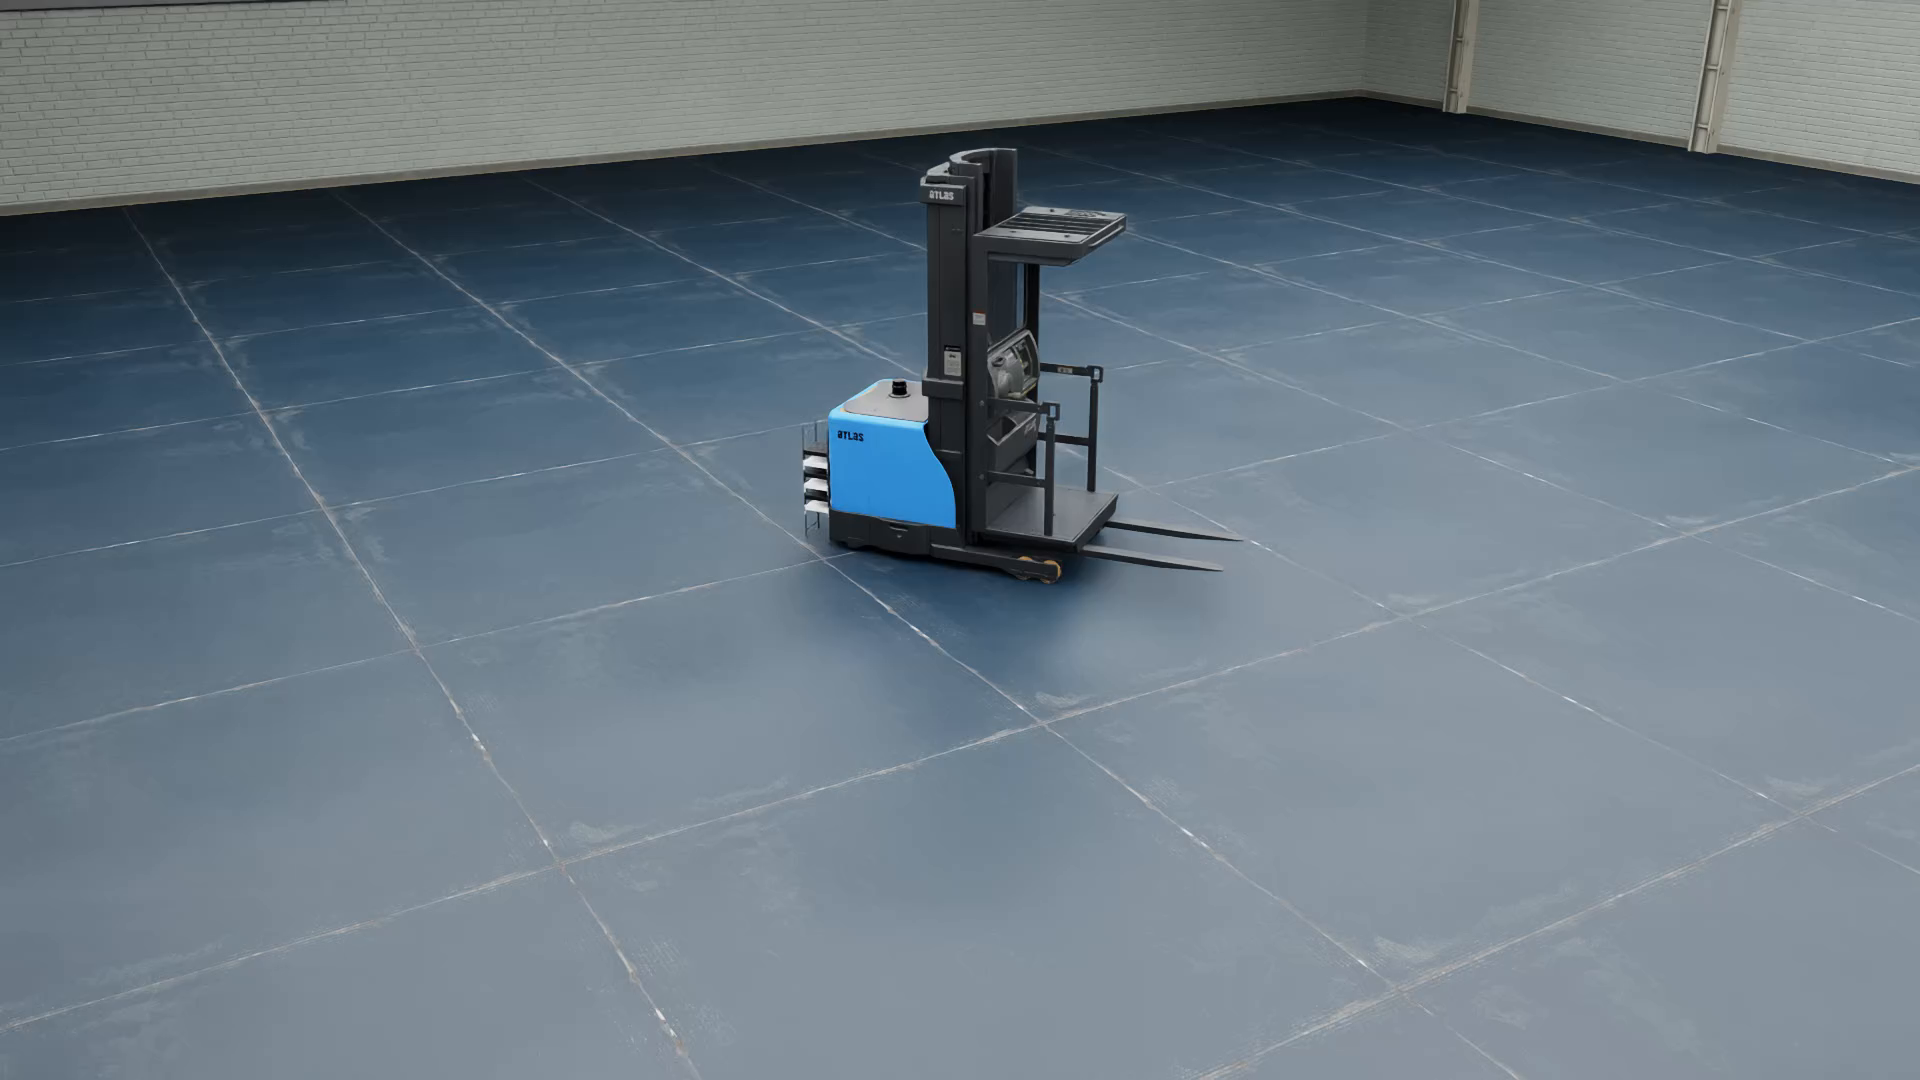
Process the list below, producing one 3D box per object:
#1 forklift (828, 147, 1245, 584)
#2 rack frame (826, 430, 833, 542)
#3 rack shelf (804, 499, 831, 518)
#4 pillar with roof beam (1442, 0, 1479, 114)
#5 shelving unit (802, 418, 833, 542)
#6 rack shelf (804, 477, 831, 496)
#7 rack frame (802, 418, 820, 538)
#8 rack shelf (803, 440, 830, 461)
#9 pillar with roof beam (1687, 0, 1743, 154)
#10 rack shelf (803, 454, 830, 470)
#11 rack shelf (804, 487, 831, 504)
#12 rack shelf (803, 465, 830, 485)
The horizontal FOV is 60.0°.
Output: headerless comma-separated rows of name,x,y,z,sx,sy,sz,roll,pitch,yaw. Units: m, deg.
forklift,0.576,-1.269,12.041,3.031,2.935,1.130,9,24,21
rack frame,-0.956,-0.443,12.706,0.006,0.900,0.240,9,24,20
rack shelf,-1.052,-0.260,12.821,0.200,0.077,0.258,9,24,20
pillar with roof beam,6.680,-12.320,31.171,9.100,9.000,0.400,-13,25,-28
shelving unit,-1.051,-0.457,12.740,0.210,0.900,0.258,9,24,20
rack shelf,-1.051,-0.426,12.753,0.200,0.077,0.258,9,24,20
rack frame,-1.145,-0.472,12.774,0.006,0.900,0.240,9,24,20
rack shelf,-1.050,-0.676,12.650,0.200,0.077,0.258,9,24,20
pillar with roof beam,9.745,-10.378,26.393,9.100,9.000,0.400,-13,25,-28
rack shelf,-1.050,-0.593,12.684,0.200,0.077,0.258,9,24,20
rack shelf,-1.052,-0.343,12.787,0.200,0.077,0.258,9,24,20
rack shelf,-1.051,-0.510,12.718,0.200,0.077,0.258,9,24,20
